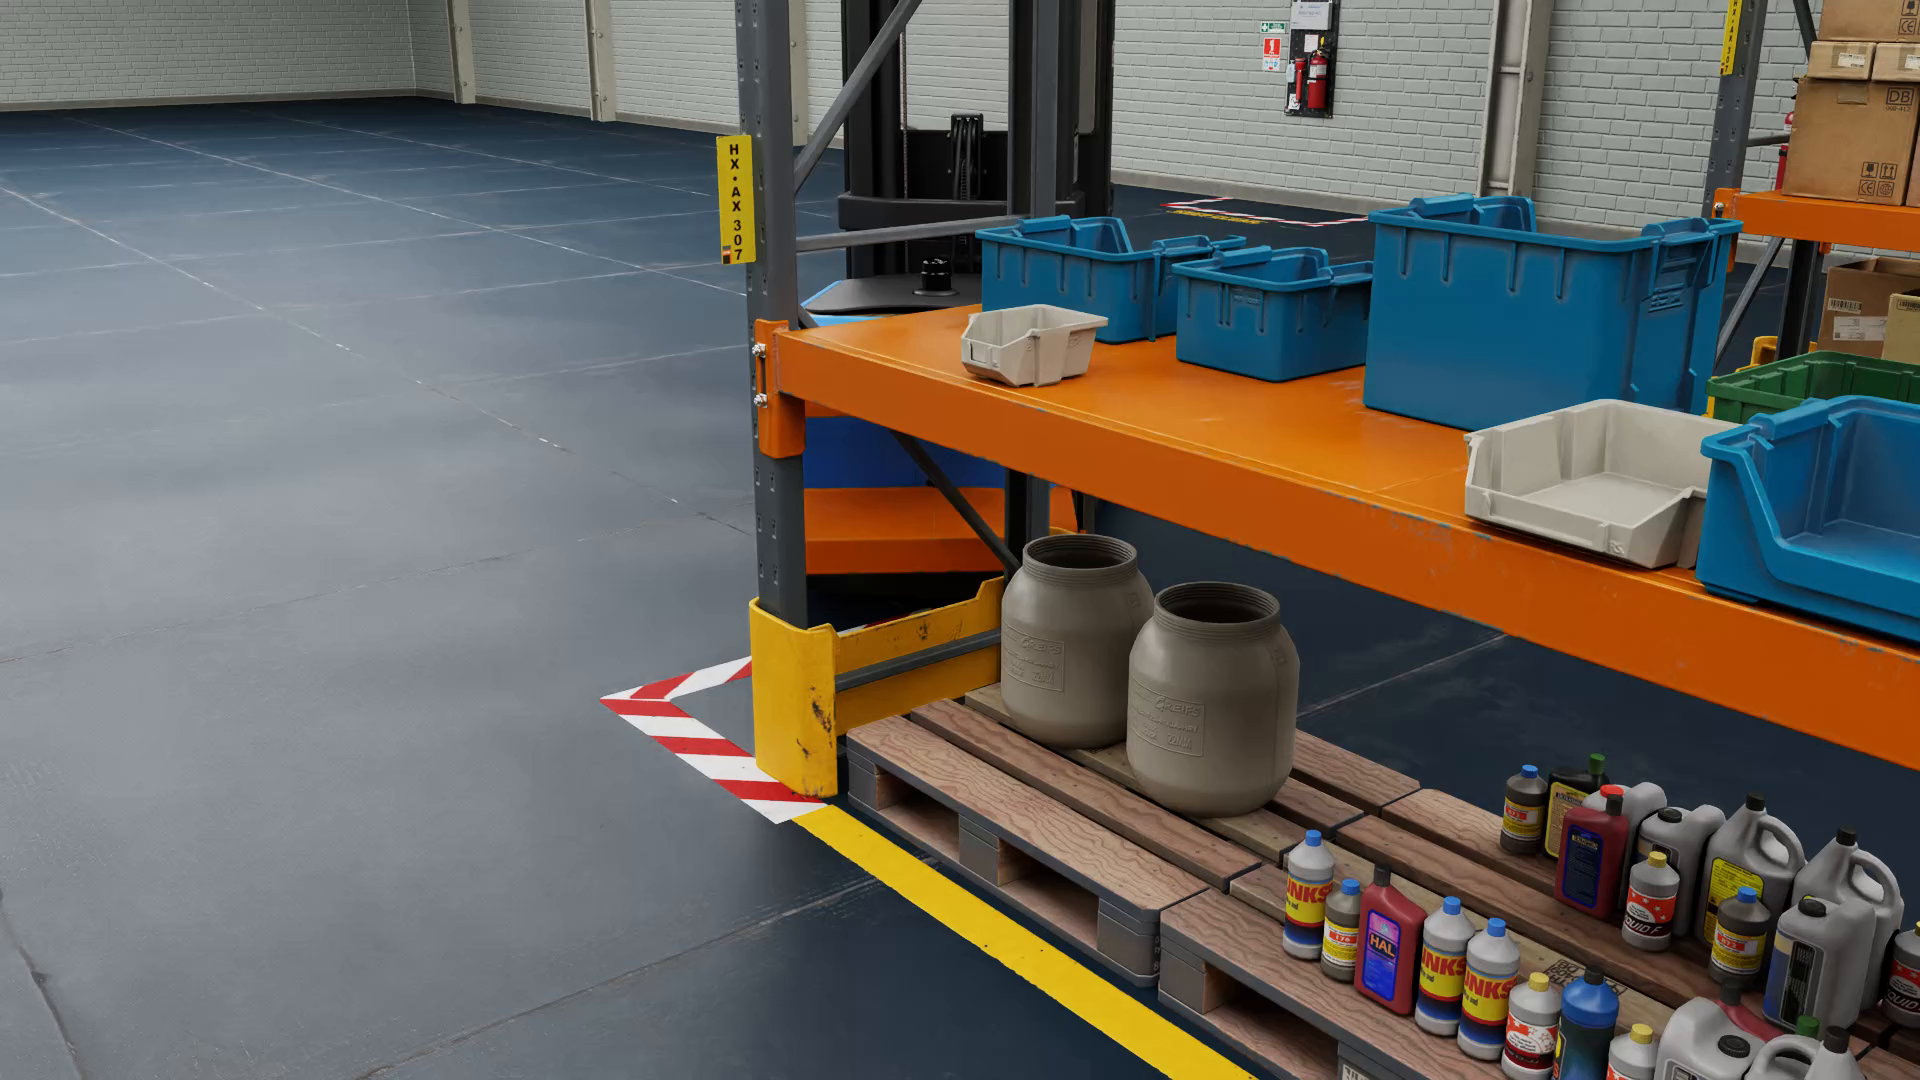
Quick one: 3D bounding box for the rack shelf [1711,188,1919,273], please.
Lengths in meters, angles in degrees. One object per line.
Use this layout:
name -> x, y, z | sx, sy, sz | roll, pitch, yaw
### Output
rack shelf -> 4.982, -0.987, 6.216 | 1.077, 0.370, 4.000 | -14, 23, -36

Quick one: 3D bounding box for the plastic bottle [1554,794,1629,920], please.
plastic bottle -> 1.391, 0.680, 3.657 | 0.061, 0.283, 0.133 | -14, 23, -36

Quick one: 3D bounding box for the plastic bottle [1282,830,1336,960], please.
plastic bottle -> 0.736, 0.738, 3.501 | 0.097, 0.271, 0.097 | 0, 18, 0

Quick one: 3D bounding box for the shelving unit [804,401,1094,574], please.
shelving unit -> -0.091, -0.214, 5.595 | 1.048, 1.125, 0.538 | -1, 22, 0

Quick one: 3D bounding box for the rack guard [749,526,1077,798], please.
rack guard -> -0.061, 0.341, 5.038 | 1.175, 0.500, 0.348 | -14, 23, -36

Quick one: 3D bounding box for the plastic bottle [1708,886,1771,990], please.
plastic bottle -> 1.598, 0.807, 3.405 | 0.097, 0.201, 0.097 | 0, 18, 0

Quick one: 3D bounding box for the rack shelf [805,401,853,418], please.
rack shelf -> -0.097, -0.486, 5.487 | 1.000, 0.278, 0.538 | -1, 22, 0

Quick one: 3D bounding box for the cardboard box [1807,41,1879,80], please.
cardboard box -> 3.815, -2.038, 7.054 | 0.380, 0.149, 0.250 | -14, 23, -36

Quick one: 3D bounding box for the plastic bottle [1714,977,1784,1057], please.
plastic bottle -> 1.378, 0.920, 2.934 | 0.061, 0.283, 0.133 | -14, 23, -36

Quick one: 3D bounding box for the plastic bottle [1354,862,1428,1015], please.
plastic bottle -> 0.862, 0.792, 3.320 | 0.061, 0.283, 0.133 | -14, 23, -35

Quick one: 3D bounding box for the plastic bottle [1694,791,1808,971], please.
plastic bottle -> 1.666, 0.702, 3.485 | 0.144, 0.351, 0.185 | -13, 22, -34

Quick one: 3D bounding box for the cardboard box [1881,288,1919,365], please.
cardboard box -> 4.210, -0.773, 6.938 | 0.500, 0.500, 0.500 | -14, 23, -36

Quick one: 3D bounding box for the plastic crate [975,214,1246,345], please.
plastic crate -> 0.400, -0.720, 4.502 | 0.499, 0.251, 0.616 | -14, 23, -36

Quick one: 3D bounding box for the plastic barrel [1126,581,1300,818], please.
plastic barrel -> 0.634, 0.397, 4.182 | 0.421, 0.512, 0.421 | 0, 18, 0

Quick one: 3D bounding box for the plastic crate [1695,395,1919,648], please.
plastic crate -> 1.438, -0.019, 2.385 | 0.499, 0.251, 0.616 | -14, 23, -36

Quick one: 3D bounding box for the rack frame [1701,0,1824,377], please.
rack frame -> 3.740, -1.821, 7.591 | 1.000, 3.000, 0.127 | -14, 23, -36

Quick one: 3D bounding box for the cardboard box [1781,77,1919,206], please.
cardboard box -> 4.020, -1.751, 7.220 | 0.700, 0.500, 0.500 | -14, 23, -36

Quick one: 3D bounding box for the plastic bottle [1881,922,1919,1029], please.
plastic bottle -> 1.888, 0.849, 3.279 | 0.097, 0.201, 0.097 | 0, 18, 0

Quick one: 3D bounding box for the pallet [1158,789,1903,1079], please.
pallet -> 1.192, 0.979, 3.569 | 1.003, 0.211, 1.213 | -14, 23, -36

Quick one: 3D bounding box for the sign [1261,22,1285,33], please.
sign -> 3.237, -5.302, 17.204 | 0.001, 0.109, 0.331 | -14, 23, -36

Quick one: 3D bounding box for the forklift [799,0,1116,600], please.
forklift -> 0.113, -1.586, 6.990 | 1.130, 2.935, 3.031 | 3, 19, 10

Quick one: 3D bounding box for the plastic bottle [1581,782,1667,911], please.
plastic bottle -> 1.474, 0.663, 3.721 | 0.152, 0.276, 0.135 | -14, 23, -36

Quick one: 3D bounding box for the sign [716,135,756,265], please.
sign -> -0.579, -0.881, 4.310 | 0.100, 0.325, 0.005 | -14, 23, -36

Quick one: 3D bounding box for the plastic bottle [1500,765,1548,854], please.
plastic bottle -> 1.339, 0.631, 3.937 | 0.097, 0.201, 0.097 | 0, 18, 0

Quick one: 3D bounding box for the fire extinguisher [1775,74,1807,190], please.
fire extinguisher -> 4.031, -1.904, 7.965 | 0.296, 0.674, 0.183 | -14, 23, -36

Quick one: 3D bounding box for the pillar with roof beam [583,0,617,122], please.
pillar with roof beam -> -9.543, -10.707, 24.882 | 9.100, 9.000, 0.400 | -14, 23, -36

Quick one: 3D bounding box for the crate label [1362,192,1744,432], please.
crate label -> 1.209, -0.472, 3.458 | 0.502, 0.435, 0.616 | -14, 23, -36

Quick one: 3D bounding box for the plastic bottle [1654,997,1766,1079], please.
plastic bottle -> 1.295, 0.944, 2.872 | 0.152, 0.276, 0.135 | -13, 23, -35

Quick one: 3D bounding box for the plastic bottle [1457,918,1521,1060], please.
plastic bottle -> 1.011, 0.848, 3.172 | 0.097, 0.271, 0.097 | 0, 18, 0

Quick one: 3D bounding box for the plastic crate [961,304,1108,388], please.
plastic crate -> 0.158, -0.447, 3.860 | 0.298, 0.136, 0.250 | -14, 23, -36

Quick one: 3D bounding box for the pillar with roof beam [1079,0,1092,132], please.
pillar with roof beam -> -2.092, -7.750, 15.952 | 9.100, 9.000, 0.400 | -14, 23, -36

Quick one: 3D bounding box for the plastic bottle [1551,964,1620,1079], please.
plastic bottle -> 1.137, 0.897, 3.021 | 0.097, 0.271, 0.097 | 0, 18, 0

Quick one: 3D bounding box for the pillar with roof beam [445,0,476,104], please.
pillar with roof beam -> -13.268, -12.185, 29.347 | 9.100, 9.000, 0.400 | -14, 23, -36
